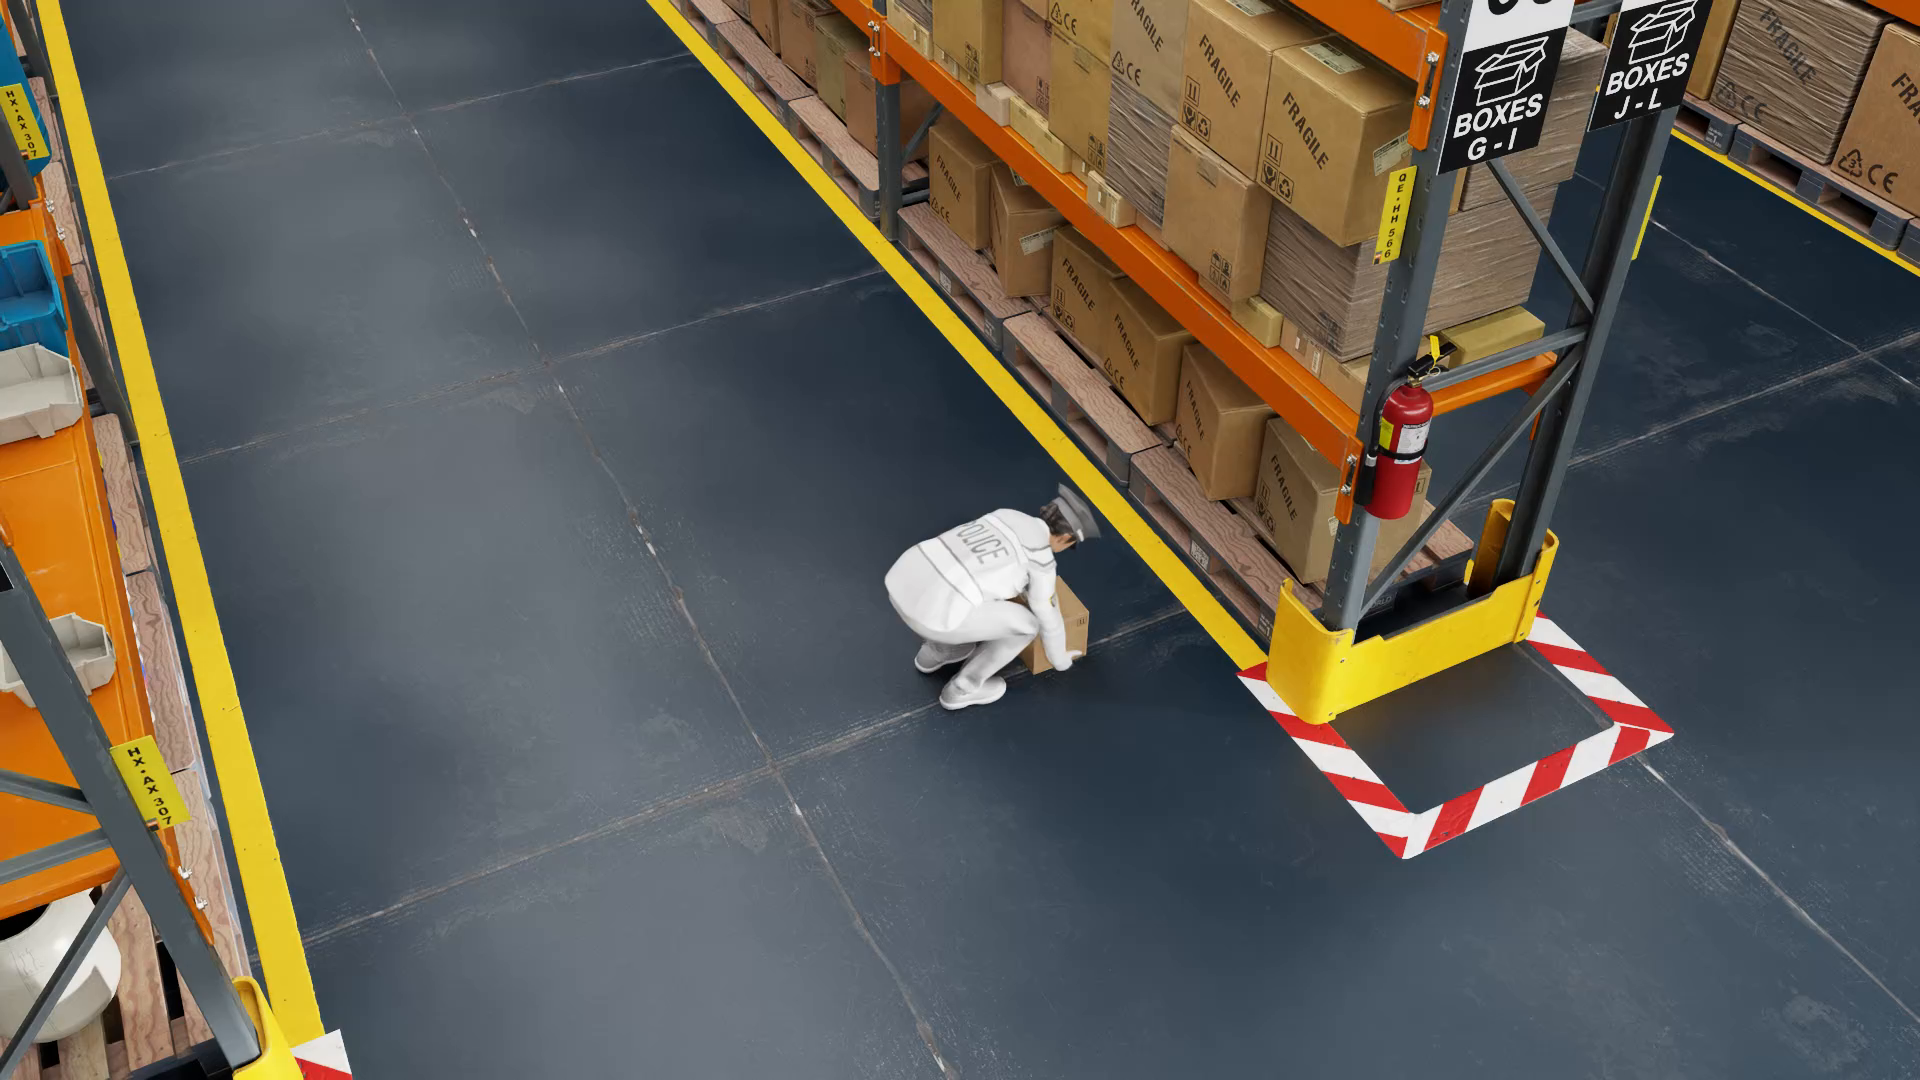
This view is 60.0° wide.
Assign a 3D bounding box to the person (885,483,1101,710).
[{"bbox_3d":[0.148,0.229,6.596,0.915,0.774,0.457,-20,45,-21],"label":"person"}]
